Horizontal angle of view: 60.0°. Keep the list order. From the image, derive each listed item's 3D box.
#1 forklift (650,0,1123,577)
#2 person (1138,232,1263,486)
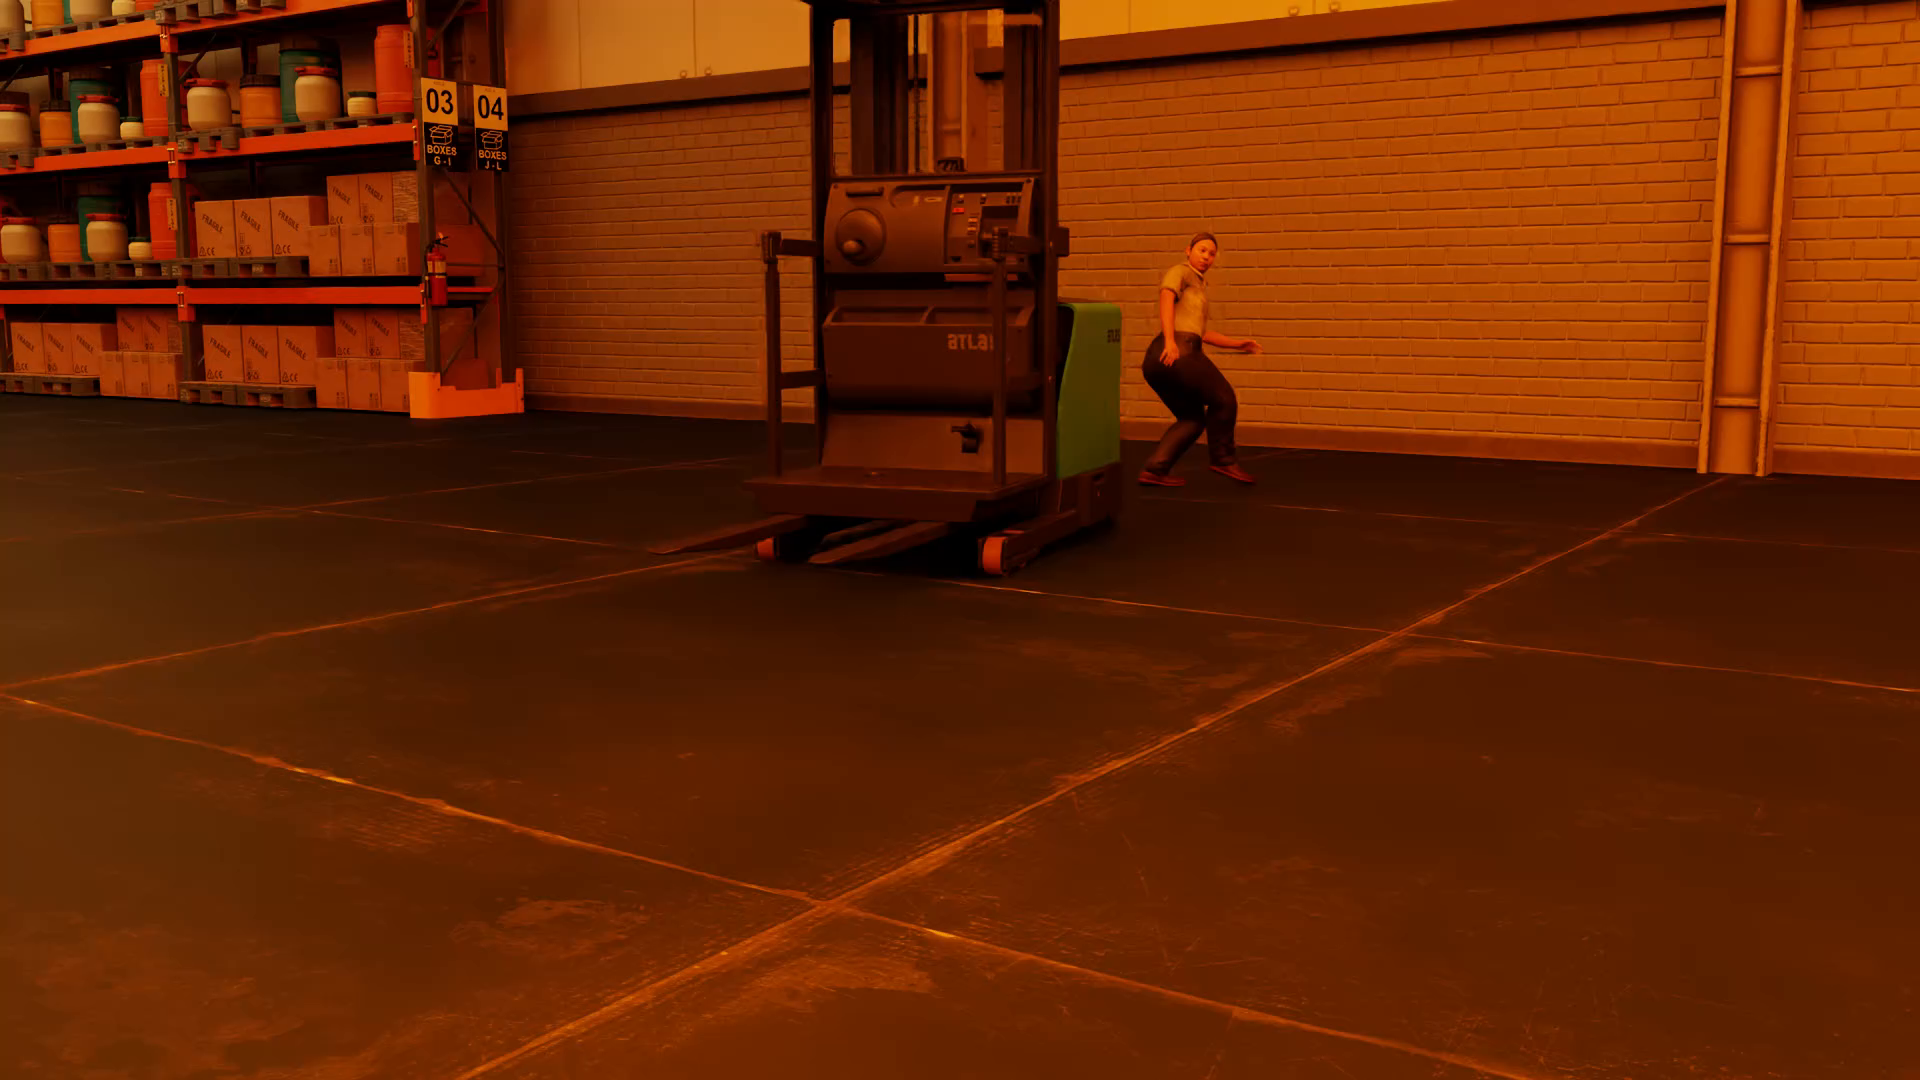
[{"bbox_3d":[-0.211,-1.370,6.827,1.130,2.935,3.031,3,9,21],"label":"forklift"},{"bbox_3d":[1.441,-1.047,9.746,0.737,1.500,0.706,-1,8,-8],"label":"person"}]
